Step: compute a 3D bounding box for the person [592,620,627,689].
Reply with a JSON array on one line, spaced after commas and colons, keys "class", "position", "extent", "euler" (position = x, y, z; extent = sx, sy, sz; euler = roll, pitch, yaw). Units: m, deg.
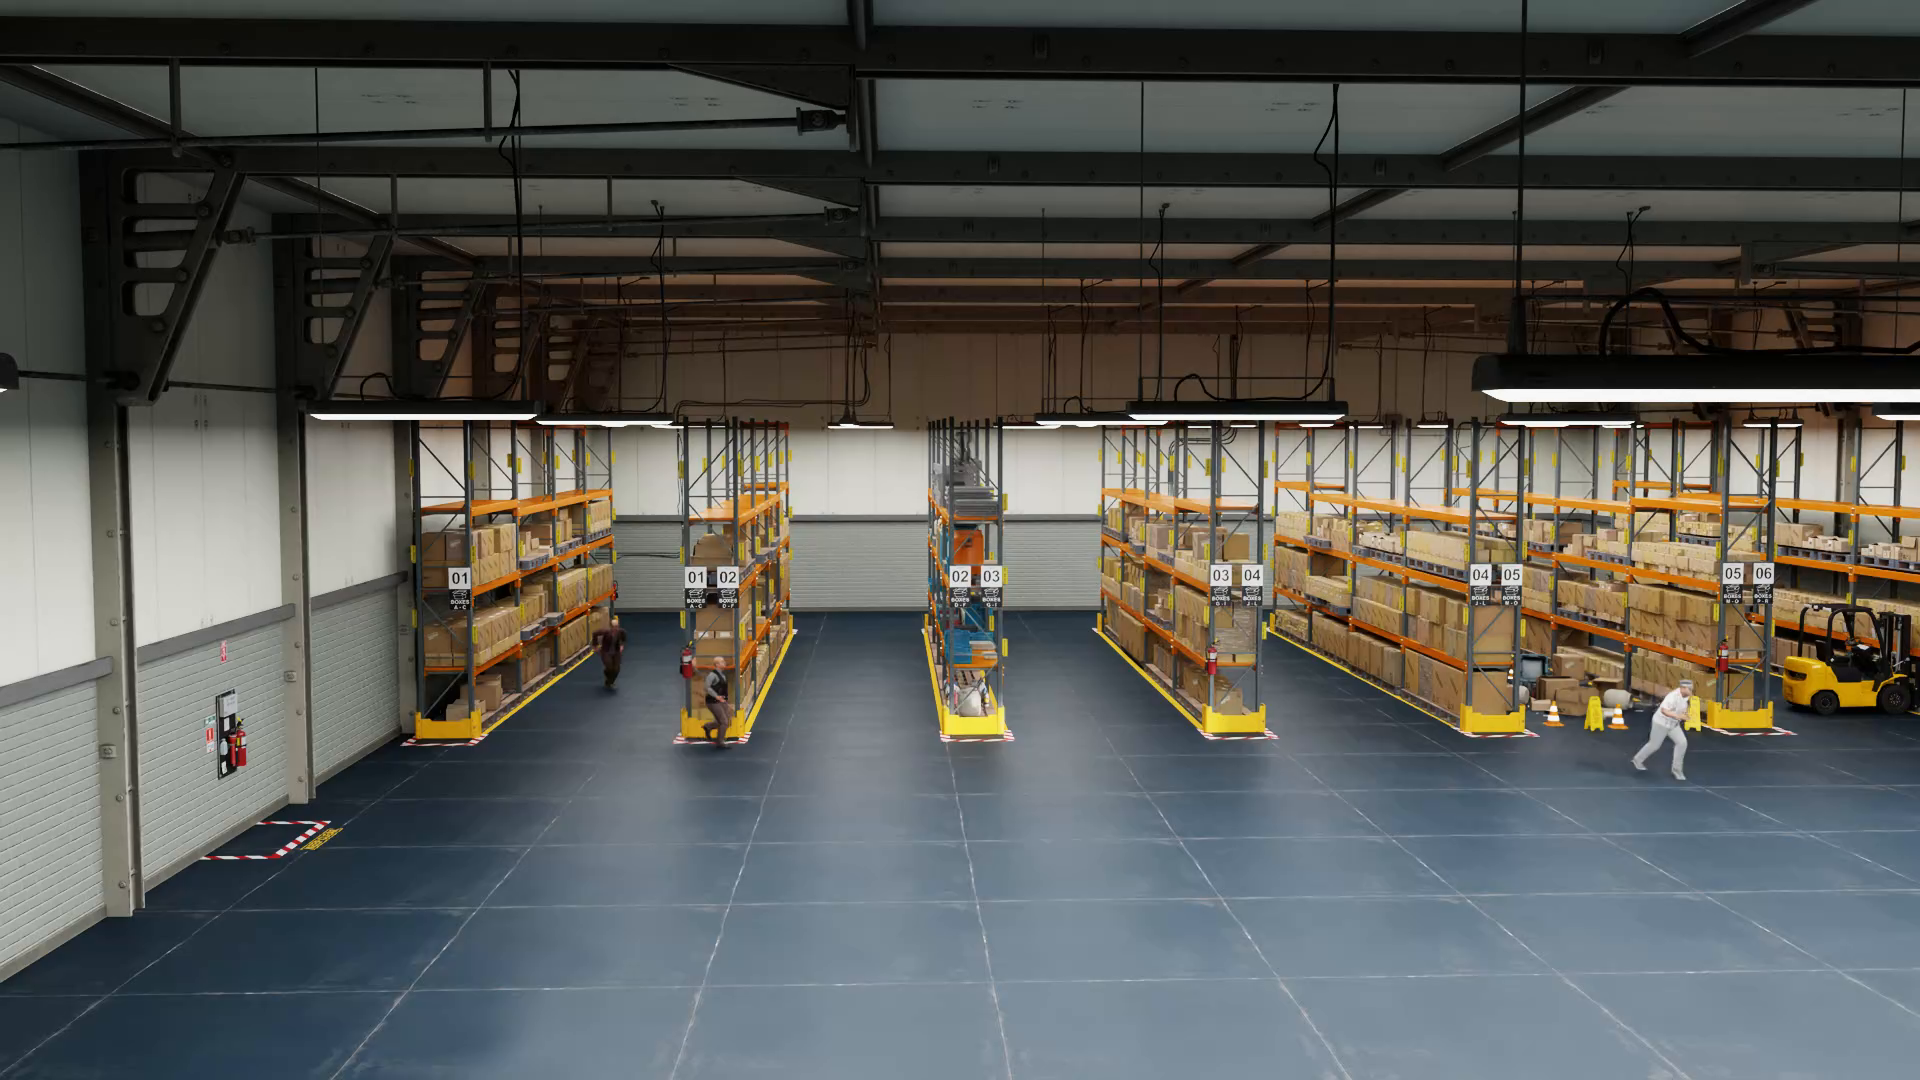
[{"class": "person", "position": [-7.725, 2.537, 36.716], "extent": [0.726, 1.598, 0.868], "euler": [-2, 4, -28]}]

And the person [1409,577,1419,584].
[{"class": "person", "position": [13.351, 1.635, 49.101], "extent": [0.759, 1.725, 0.728], "euler": [0, 4, -1]}]

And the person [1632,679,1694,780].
[{"class": "person", "position": [11.686, 3.126, 27.646], "extent": [0.669, 1.720, 1.014], "euler": [-3, 5, -38]}]

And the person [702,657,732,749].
[{"class": "person", "position": [-4.425, 2.934, 29.999], "extent": [0.581, 1.686, 0.678], "euler": [1, 4, 19]}]
